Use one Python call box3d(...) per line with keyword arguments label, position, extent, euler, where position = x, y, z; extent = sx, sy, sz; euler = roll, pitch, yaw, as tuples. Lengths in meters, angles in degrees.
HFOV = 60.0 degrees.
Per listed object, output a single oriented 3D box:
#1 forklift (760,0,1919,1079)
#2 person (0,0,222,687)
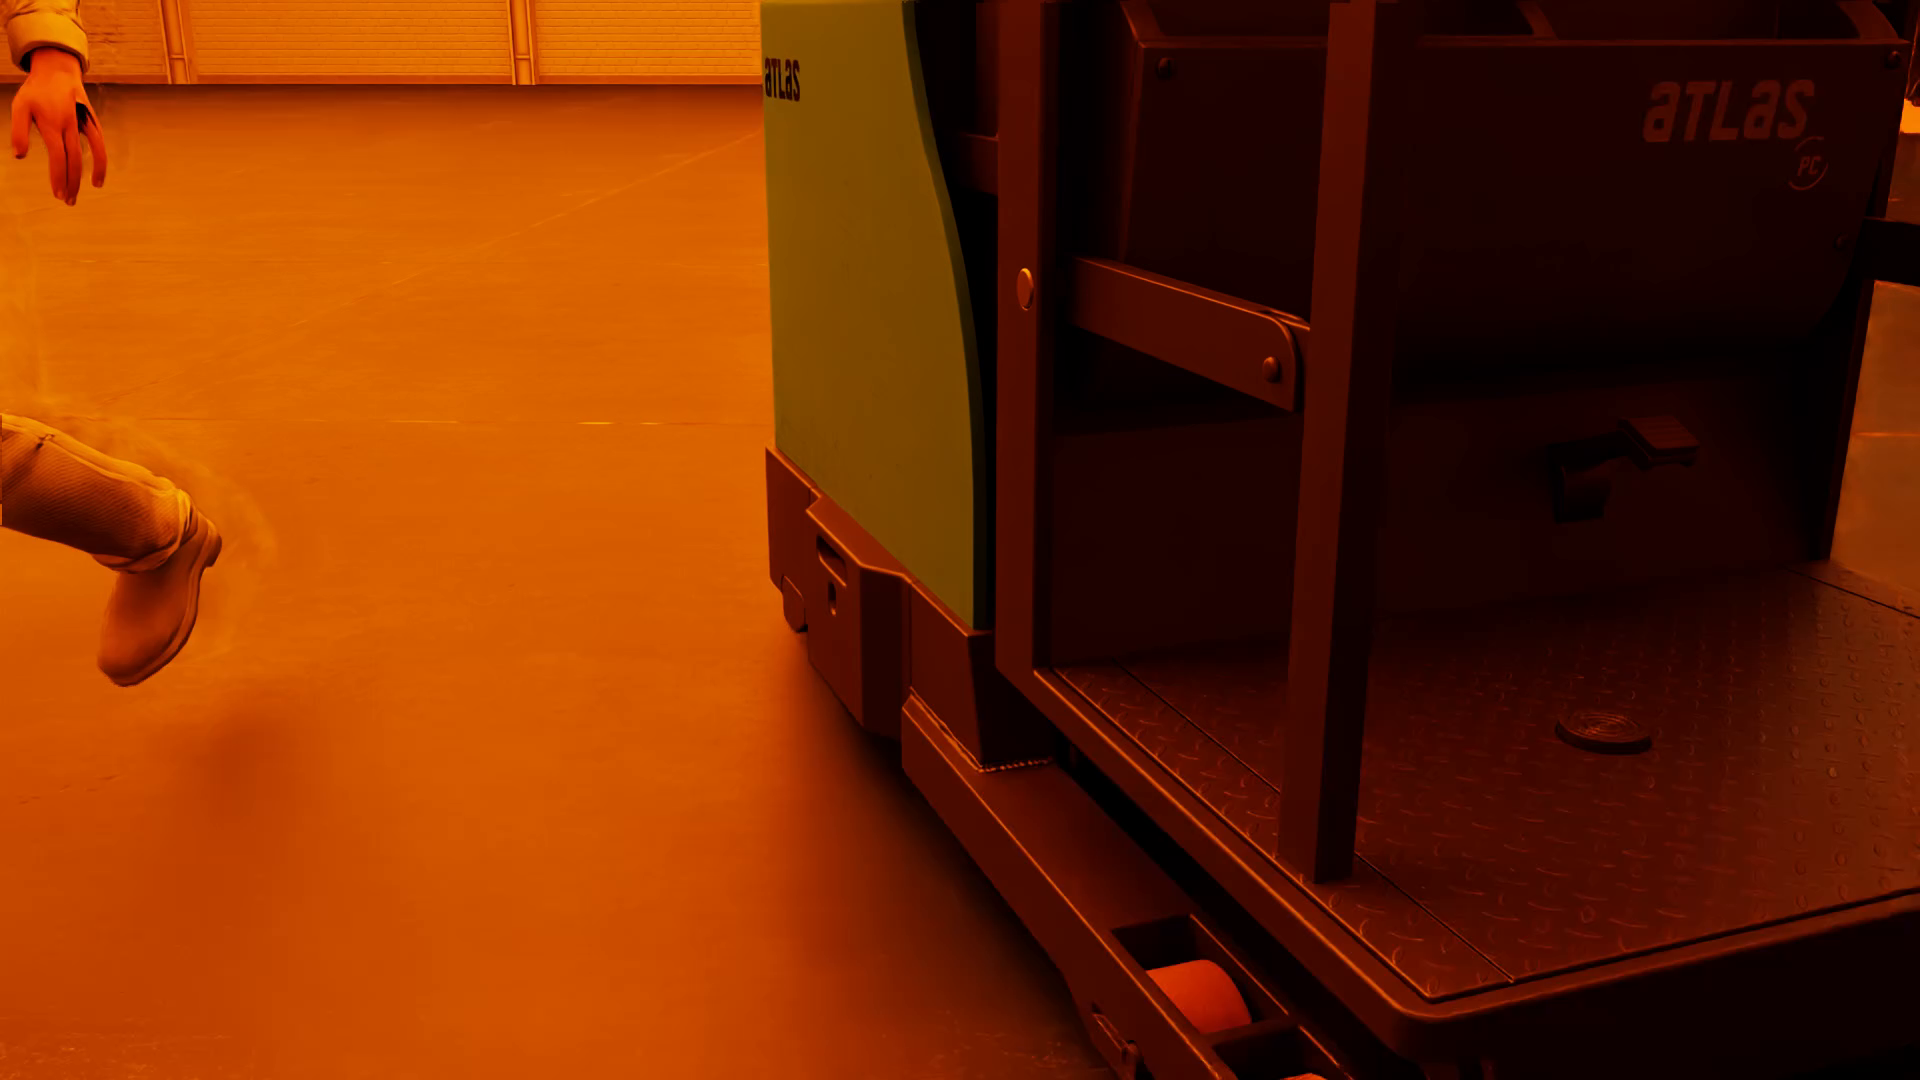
box3d(label="forklift", position=(0.652, -0.921, 1.394), extent=(1.130, 2.935, 3.031), euler=(-6, 18, -19))
box3d(label="person", position=(-1.690, -0.474, 2.249), extent=(1.099, 1.656, 0.502), euler=(0, 17, 1))
